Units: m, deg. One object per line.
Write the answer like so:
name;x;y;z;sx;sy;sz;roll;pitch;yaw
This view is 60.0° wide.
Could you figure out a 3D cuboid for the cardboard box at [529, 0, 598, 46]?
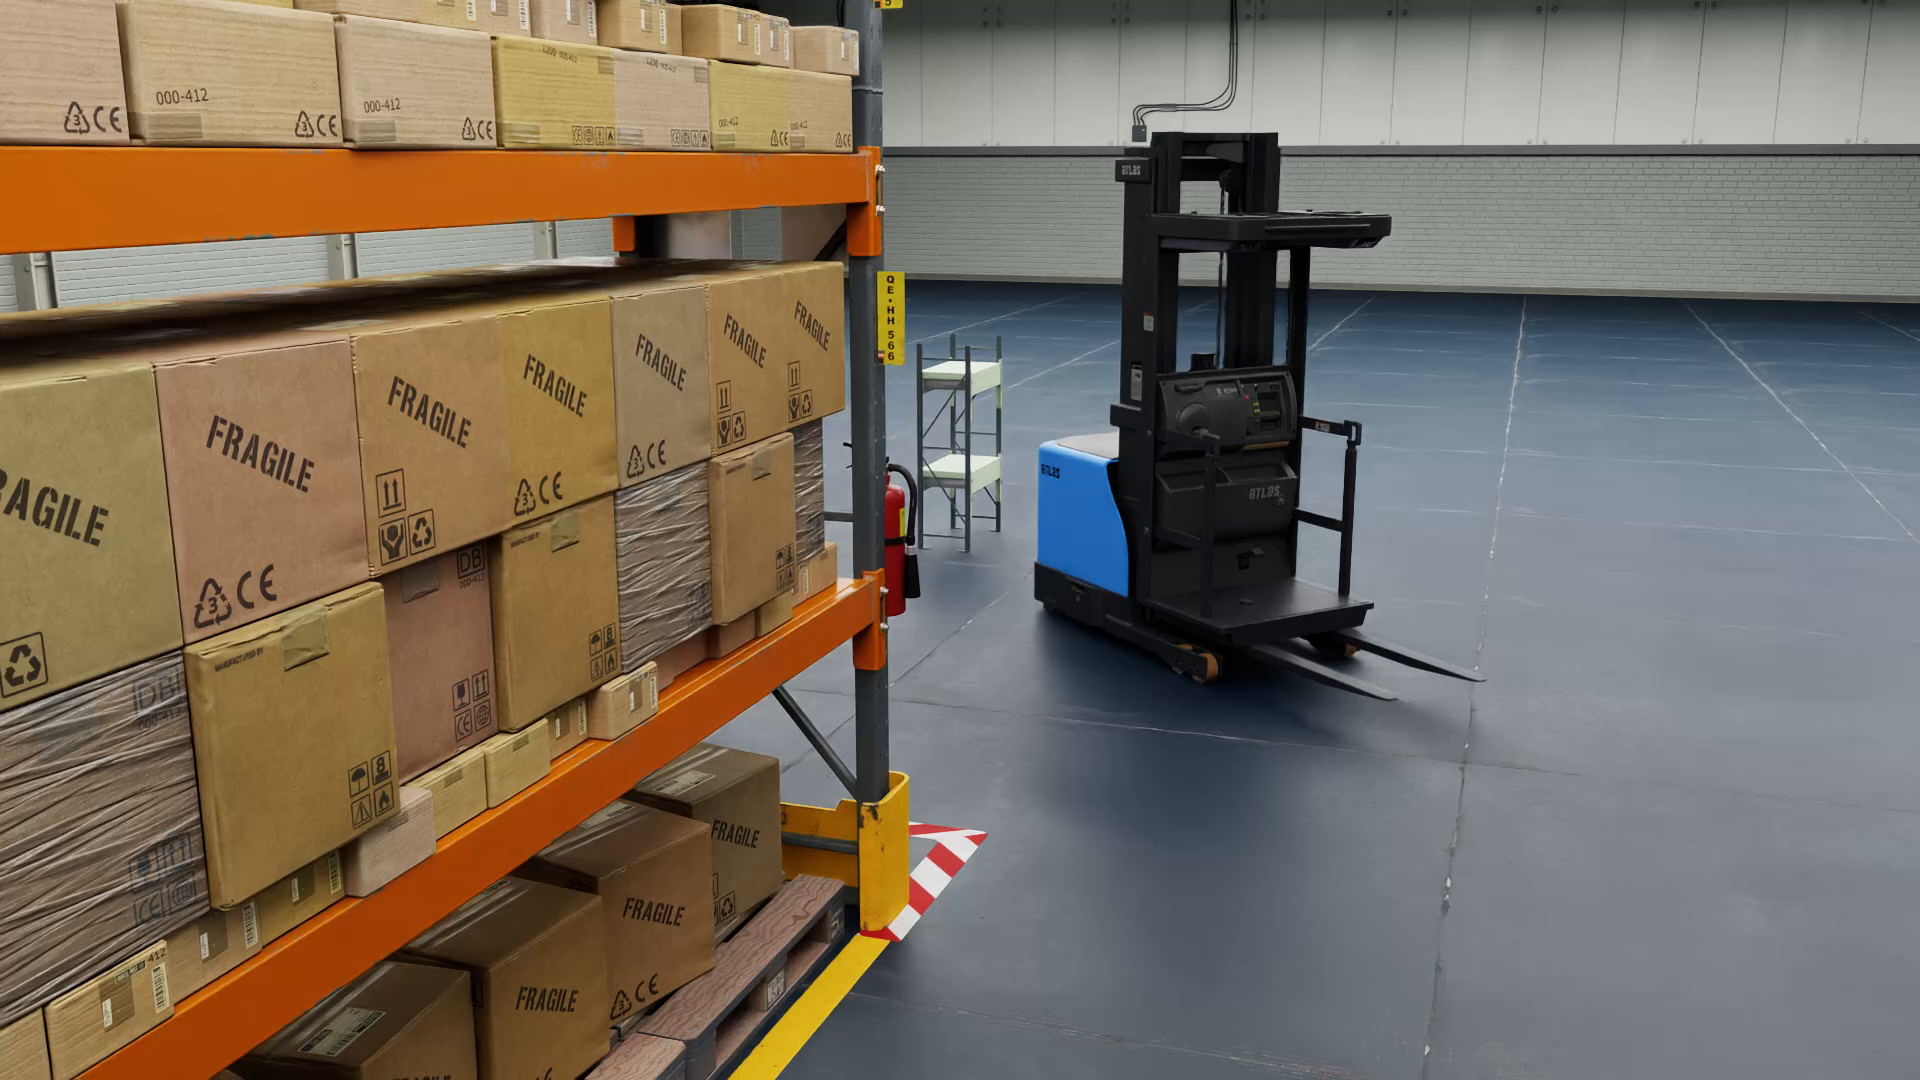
cardboard box;-1.116;-1.281;4.058;0.380;0.149;0.250;4;13;16

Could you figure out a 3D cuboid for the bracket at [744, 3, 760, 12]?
bracket;-4.970;-12.651;39.604;0.235;0.232;0.430;4;14;18

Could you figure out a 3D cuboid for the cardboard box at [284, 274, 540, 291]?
cardboard box;-1.526;-0.481;4.712;0.500;0.500;0.500;4;14;18

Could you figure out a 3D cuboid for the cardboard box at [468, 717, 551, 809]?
cardboard box;-1.228;0.519;4.039;0.380;0.149;0.250;4;14;18

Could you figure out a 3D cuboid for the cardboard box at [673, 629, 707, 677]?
cardboard box;-0.987;0.302;4.989;0.380;0.149;0.250;4;14;18

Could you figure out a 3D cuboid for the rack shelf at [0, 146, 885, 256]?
rack shelf;-1.408;-0.796;4.111;1.077;0.370;4.000;4;14;18

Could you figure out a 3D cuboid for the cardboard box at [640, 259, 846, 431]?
cardboard box;-0.705;-0.653;5.469;0.500;0.500;0.500;4;14;18

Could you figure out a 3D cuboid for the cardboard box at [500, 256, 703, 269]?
cardboard box;-1.197;-0.691;5.633;0.500;0.500;0.500;4;14;18

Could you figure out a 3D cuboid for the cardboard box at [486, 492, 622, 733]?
cardboard box;-1.389;0.135;4.263;0.875;0.500;0.500;4;14;18

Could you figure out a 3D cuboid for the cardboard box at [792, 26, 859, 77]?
cardboard box;-0.555;-1.608;5.494;0.380;0.149;0.250;4;14;18

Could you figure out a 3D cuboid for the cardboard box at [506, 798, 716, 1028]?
cardboard box;-1.140;1.167;5.308;0.500;0.500;0.500;9;15;33

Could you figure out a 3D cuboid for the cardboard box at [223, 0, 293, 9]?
cardboard box;-1.490;-1.065;3.112;0.380;0.149;0.250;5;14;20

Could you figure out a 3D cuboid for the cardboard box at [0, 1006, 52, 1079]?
cardboard box;-1.701;0.835;2.651;0.380;0.149;0.250;4;14;18

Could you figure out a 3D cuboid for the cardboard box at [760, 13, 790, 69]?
cardboard box;-0.735;-1.496;5.004;0.380;0.149;0.250;4;13;16

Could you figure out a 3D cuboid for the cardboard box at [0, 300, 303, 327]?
cardboard box;-1.847;-0.270;3.789;0.500;0.500;0.500;4;14;18

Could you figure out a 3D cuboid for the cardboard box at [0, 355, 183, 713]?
cardboard box;-1.669;-0.021;2.699;0.500;0.500;0.500;4;14;18

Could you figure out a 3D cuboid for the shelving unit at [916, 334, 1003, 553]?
shelving unit;0.002;-0.733;12.327;0.431;1.500;0.755;4;14;18

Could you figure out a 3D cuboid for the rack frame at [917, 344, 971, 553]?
rack frame;-0.116;-0.656;11.990;0.400;1.500;0.023;4;14;18

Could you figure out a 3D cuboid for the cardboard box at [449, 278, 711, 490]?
cardboard box;-1.026;-0.442;4.545;0.500;0.500;0.500;4;14;18

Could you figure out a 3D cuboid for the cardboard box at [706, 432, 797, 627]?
cardboard box;-1.013;-0.072;5.168;0.875;0.500;0.500;4;14;18

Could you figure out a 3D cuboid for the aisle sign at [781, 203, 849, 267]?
aisle sign;-0.457;-1.364;5.883;0.394;0.787;0.004;4;14;18

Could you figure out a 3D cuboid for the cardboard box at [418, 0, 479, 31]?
cardboard box;-1.272;-1.171;3.576;0.380;0.149;0.250;4;13;17

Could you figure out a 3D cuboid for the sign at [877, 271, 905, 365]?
sign;-0.242;-0.780;5.852;0.100;0.325;0.005;4;14;18

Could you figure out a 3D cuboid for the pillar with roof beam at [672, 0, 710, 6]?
pillar with roof beam;-2.134;-10.025;36.189;9.100;9.000;0.548;4;14;18

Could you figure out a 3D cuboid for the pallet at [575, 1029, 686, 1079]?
pallet;-1.478;1.694;4.590;1.003;0.211;1.213;4;14;18

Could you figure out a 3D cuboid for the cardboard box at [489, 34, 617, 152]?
cardboard box;-1.167;-1.056;3.971;0.500;0.250;0.500;4;13;17

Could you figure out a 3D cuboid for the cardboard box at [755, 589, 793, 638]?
cardboard box;-0.771;0.201;5.432;0.380;0.149;0.250;4;14;18

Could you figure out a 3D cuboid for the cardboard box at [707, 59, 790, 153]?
cardboard box;-0.835;-1.270;4.906;0.500;0.250;0.500;4;14;19

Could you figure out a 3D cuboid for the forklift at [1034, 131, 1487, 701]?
forklift;1.632;-0.764;9.248;1.130;2.935;3.031;-7;15;-29

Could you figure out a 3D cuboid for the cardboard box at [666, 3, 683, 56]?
cardboard box;-0.992;-1.399;4.576;0.380;0.149;0.250;5;14;19

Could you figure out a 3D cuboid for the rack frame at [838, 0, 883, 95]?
rack frame;-0.761;-3.030;5.542;1.000;3.000;0.127;4;14;18

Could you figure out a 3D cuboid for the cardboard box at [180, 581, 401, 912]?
cardboard box;-1.656;0.350;3.321;0.875;0.500;0.500;4;14;18

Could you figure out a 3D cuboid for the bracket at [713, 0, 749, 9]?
bracket;-5.161;-12.527;39.059;0.076;0.066;3.189;4;14;18

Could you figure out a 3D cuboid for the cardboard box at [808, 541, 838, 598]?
cardboard box;-0.658;0.092;5.910;0.380;0.149;0.250;4;14;18

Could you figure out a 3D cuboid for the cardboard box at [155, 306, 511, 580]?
cardboard box;-1.346;-0.232;3.622;0.500;0.500;0.500;4;14;18

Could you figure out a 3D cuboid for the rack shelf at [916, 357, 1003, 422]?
rack shelf;0.002;-1.113;12.240;0.431;0.370;0.720;4;14;18

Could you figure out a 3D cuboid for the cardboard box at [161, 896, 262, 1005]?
cardboard box;-1.553;0.729;3.117;0.380;0.149;0.250;4;14;18

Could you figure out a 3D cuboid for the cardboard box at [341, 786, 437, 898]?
cardboard box;-1.361;0.626;3.568;0.380;0.149;0.250;4;14;18

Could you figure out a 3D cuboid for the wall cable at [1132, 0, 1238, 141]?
wall cable;4.975;-11.832;36.460;2.305;6.003;0.169;4;14;18

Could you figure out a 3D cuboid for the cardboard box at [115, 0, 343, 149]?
cardboard box;-1.501;-0.841;3.027;0.500;0.250;0.500;4;14;18

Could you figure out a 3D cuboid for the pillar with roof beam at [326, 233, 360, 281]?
pillar with roof beam;-6.016;-7.499;25.119;9.100;9.000;0.400;4;14;18

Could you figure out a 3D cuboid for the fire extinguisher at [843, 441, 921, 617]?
fire extinguisher;-0.288;-0.059;6.179;0.296;0.674;0.183;4;14;18

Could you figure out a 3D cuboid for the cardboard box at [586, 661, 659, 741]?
cardboard box;-1.044;0.415;4.493;0.380;0.149;0.250;4;14;18

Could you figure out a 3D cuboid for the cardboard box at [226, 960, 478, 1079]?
cardboard box;-1.583;1.412;4.236;0.500;0.500;0.500;3;13;13
